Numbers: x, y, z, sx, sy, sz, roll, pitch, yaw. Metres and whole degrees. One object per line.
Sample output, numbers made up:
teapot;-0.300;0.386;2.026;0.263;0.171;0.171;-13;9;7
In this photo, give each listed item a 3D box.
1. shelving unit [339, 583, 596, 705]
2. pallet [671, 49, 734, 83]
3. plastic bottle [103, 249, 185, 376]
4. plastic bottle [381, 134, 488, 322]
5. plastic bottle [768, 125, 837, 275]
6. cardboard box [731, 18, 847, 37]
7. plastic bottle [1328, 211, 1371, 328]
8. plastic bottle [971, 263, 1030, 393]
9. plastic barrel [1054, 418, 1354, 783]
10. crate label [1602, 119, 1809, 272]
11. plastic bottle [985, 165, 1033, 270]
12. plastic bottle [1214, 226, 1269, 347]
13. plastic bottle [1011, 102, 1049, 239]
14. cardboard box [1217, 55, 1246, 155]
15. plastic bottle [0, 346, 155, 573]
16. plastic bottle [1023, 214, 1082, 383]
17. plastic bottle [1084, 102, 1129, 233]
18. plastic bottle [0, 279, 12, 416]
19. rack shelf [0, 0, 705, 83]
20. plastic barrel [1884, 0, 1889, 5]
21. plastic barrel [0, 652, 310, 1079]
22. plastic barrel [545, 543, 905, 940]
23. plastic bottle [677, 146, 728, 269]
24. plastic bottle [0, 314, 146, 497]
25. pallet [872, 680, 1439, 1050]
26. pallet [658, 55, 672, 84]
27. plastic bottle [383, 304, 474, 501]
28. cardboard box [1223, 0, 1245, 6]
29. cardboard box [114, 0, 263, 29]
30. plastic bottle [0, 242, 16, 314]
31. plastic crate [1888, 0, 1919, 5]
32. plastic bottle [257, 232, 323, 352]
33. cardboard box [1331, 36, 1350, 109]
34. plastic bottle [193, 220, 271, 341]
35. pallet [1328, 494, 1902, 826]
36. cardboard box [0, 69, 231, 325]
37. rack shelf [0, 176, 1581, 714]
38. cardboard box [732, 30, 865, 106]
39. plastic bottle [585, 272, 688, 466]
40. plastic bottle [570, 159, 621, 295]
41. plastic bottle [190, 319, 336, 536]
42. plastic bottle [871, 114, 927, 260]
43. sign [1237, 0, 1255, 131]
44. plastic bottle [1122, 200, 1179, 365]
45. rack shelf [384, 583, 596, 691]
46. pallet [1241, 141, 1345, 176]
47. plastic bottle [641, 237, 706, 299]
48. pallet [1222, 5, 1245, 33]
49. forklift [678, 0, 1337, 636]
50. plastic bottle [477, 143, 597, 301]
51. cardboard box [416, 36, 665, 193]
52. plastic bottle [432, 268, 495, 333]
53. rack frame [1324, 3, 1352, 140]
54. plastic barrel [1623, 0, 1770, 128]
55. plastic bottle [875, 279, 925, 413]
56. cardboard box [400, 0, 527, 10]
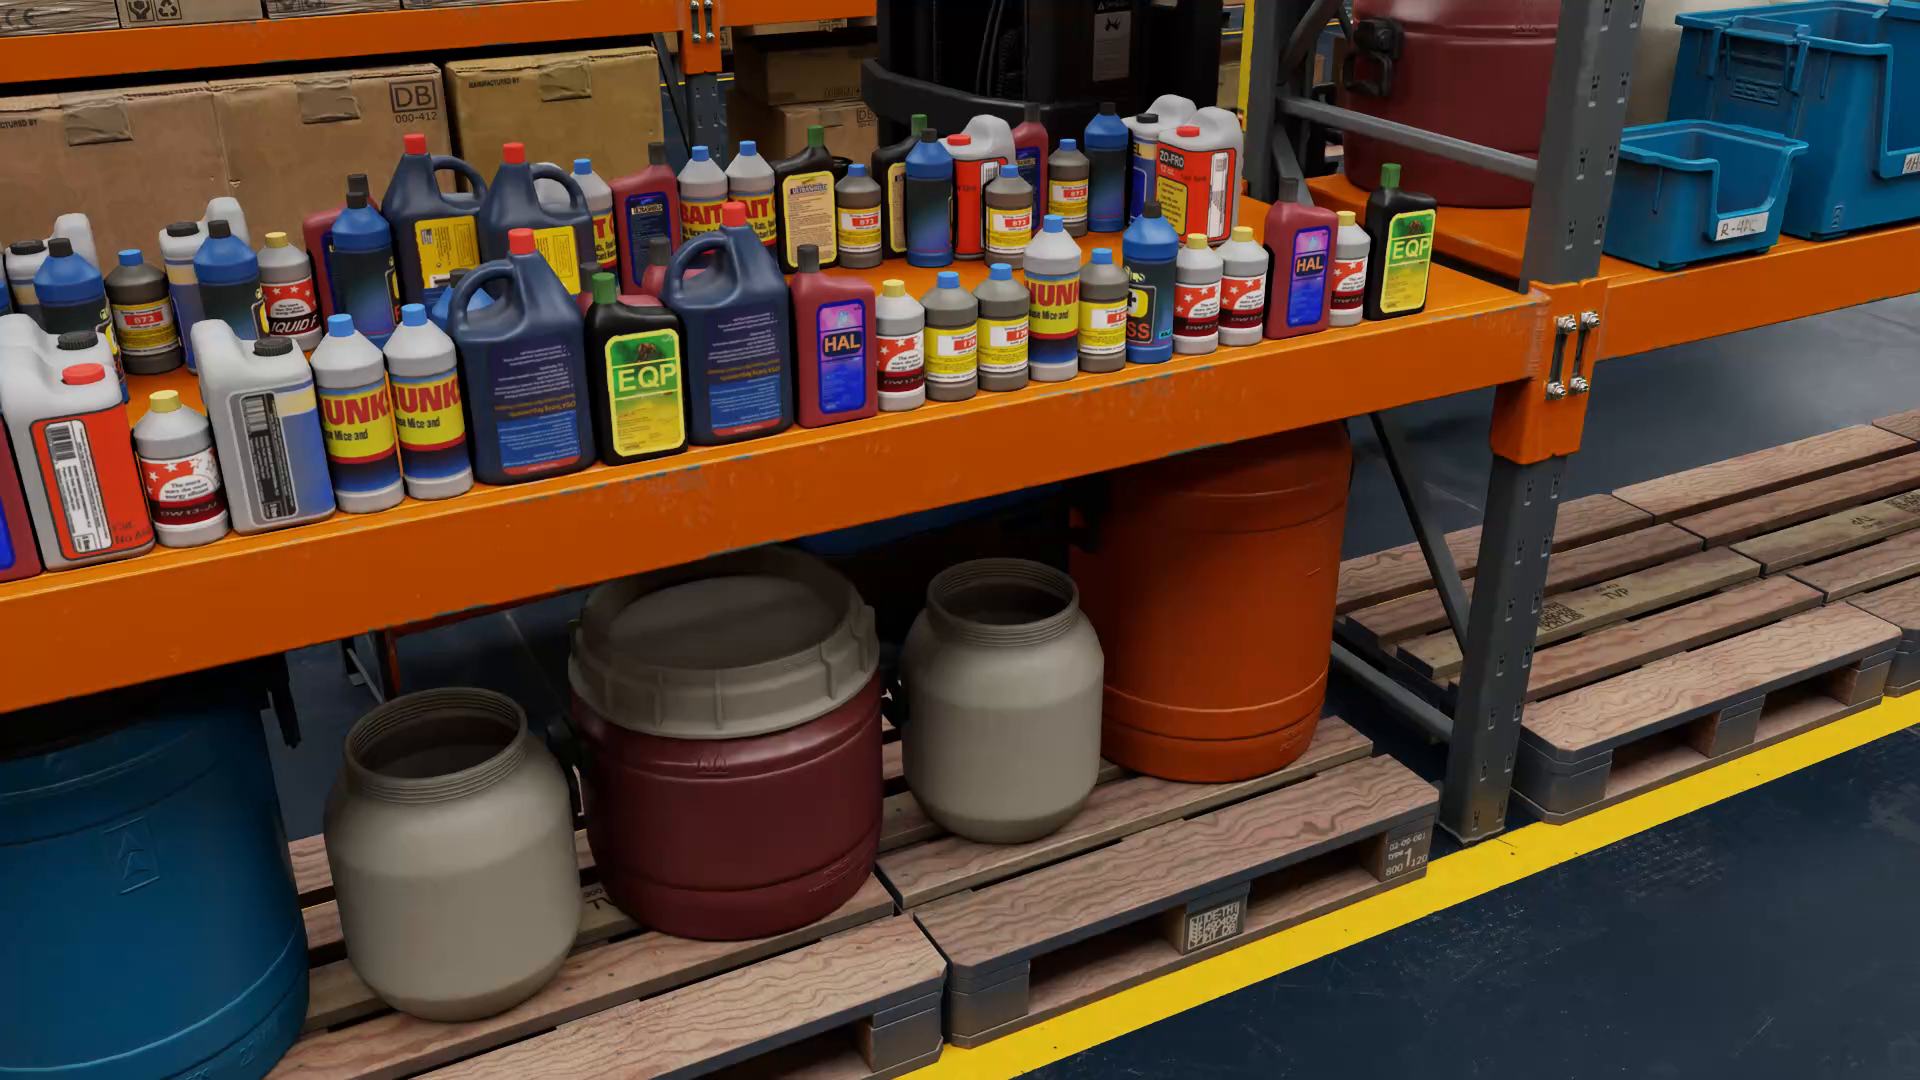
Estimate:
shelving unit;-1.097;-0.184;4.335;1.048;1.125;0.538;-15;30;-29
pallet;-1.803;-3.781;12.882;1.213;0.211;1.003;-13;29;-25
plastic bottle;-1.392;-0.391;2.829;0.097;0.201;0.097;0;26;0
plastic bottle;-0.934;-0.553;2.993;0.185;0.351;0.144;-13;29;-25
plastic bottle;-0.319;-0.685;3.346;0.133;0.283;0.061;-13;29;-25
cardboard box;-1.438;-4.294;12.842;0.750;0.750;1.050;-13;29;-25
plastic bottle;0.700;-0.502;3.059;0.097;0.201;0.097;0;26;0
plastic bottle;0.067;-0.356;2.755;0.097;0.201;0.097;0;26;0
plastic barrel;0.543;0.042;3.720;0.708;0.830;0.600;-13;29;-25
crate label;1.515;-0.721;3.479;0.416;0.233;0.303;-13;29;-25
plastic bottle;0.099;-0.661;3.391;0.097;0.201;0.097;0;26;0
plastic bottle;0.496;-0.455;2.962;0.097;0.201;0.097;0;26;0
plastic bottle;0.121;-0.787;3.557;0.133;0.283;0.061;-13;29;-25
cardboard box;1.184;-2.424;9.213;0.500;0.500;0.700;-13;29;-25
plastic bottle;-1.158;-0.120;2.178;0.135;0.276;0.152;-13;29;-25
plastic bottle;0.153;-0.407;2.781;0.097;0.271;0.097;0;26;0
plastic bottle;0.317;-0.818;3.636;0.097;0.271;0.097;0;26;0
plastic bottle;-1.525;-0.318;2.595;0.097;0.271;0.097;0;26;0
rack shelf;-3.129;-2.013;6.809;4.000;0.370;1.077;-13;29;-25
plastic barrel;2.519;-1.381;4.503;0.433;0.535;0.433;0;26;0
plastic barrel;-1.450;0.469;2.746;0.708;0.901;0.600;-13;29;-25
plastic barrel;-0.454;0.381;3.293;0.708;0.588;0.600;-13;29;-25
plastic bottle;-0.498;-0.629;3.244;0.097;0.271;0.097;0;26;0
plastic bottle;-1.230;-0.178;2.299;0.135;0.276;0.152;-13;29;-25
pallet;0.290;0.580;3.798;1.213;0.211;1.003;-13;29;-25
pallet;-2.878;-3.535;12.368;1.213;0.211;1.003;-13;29;-25
plastic bottle;-0.752;-0.198;2.346;0.097;0.271;0.097;0;26;0
cardboard box;2.107;-5.177;14.537;0.875;0.875;0.875;-13;29;-26
cardboard box;-3.032;-2.285;6.429;0.500;0.500;0.500;-12;28;-24
plastic bottle;-1.600;-0.364;2.685;0.135;0.276;0.152;-13;29;-25
plastic crate;2.536;-1.094;3.990;0.583;0.464;0.402;-13;29;-25
plastic bottle;-1.187;-0.439;2.928;0.097;0.201;0.097;0;26;0
cardboard box;2.537;-2.688;9.786;0.500;0.500;0.500;-14;29;-27
plastic bottle;-1.201;-0.392;2.750;0.097;0.271;0.097;0;26;0
pallet;1.668;0.261;4.463;1.213;0.211;1.003;-13;29;-25
cardboard box;-3.550;-1.482;6.841;0.875;0.875;1.225;-14;29;-27
rack shelf;-0.798;-0.122;2.869;4.000;0.370;1.077;-13;29;-25
cardboard box;-0.787;-2.302;8.093;0.500;0.250;0.500;-12;28;-23
plastic bottle;-0.479;-0.258;2.456;0.133;0.283;0.061;-13;29;-25
plastic bottle;-0.702;-0.582;3.146;0.097;0.271;0.097;0;26;0
plastic bottle;-0.954;-0.167;2.276;0.135;0.276;0.152;-13;29;-25
plastic bottle;-0.115;-0.732;3.444;0.133;0.283;0.061;-13;29;-25
sign;0.701;-1.136;3.961;0.005;0.325;0.100;-13;29;-25
plastic bottle;0.325;-0.447;2.864;0.097;0.271;0.097;0;26;0
rack shelf;-1.097;0.036;4.440;1.000;0.278;0.538;-15;30;-29
pallet;1.479;-2.143;9.470;1.213;0.211;1.003;-13;29;-25
plastic bottle;-0.429;-0.340;2.628;0.133;0.283;0.061;-13;29;-25
pallet;1.706;-4.593;14.572;1.213;0.211;1.003;-13;29;-25
forklift;0.559;-1.543;5.078;3.031;2.935;1.130;-17;31;-32
plastic bottle;-0.744;-0.522;2.929;0.185;0.351;0.144;-13;29;-25
cardboard box;-1.983;-1.844;7.594;0.875;0.875;1.225;-14;29;-27
plastic bottle;-0.734;-0.273;2.502;0.097;0.271;0.097;0;26;0
rack frame;2.165;-3.560;9.198;0.127;3.000;1.000;-13;29;-25
plastic barrel;1.774;-1.195;4.144;0.421;0.512;0.421;0;26;0
plastic bottle;-0.105;-0.316;2.672;0.097;0.201;0.097;0;26;0
cardboard box;-2.126;-2.496;6.867;0.500;0.500;0.500;-13;29;-26
